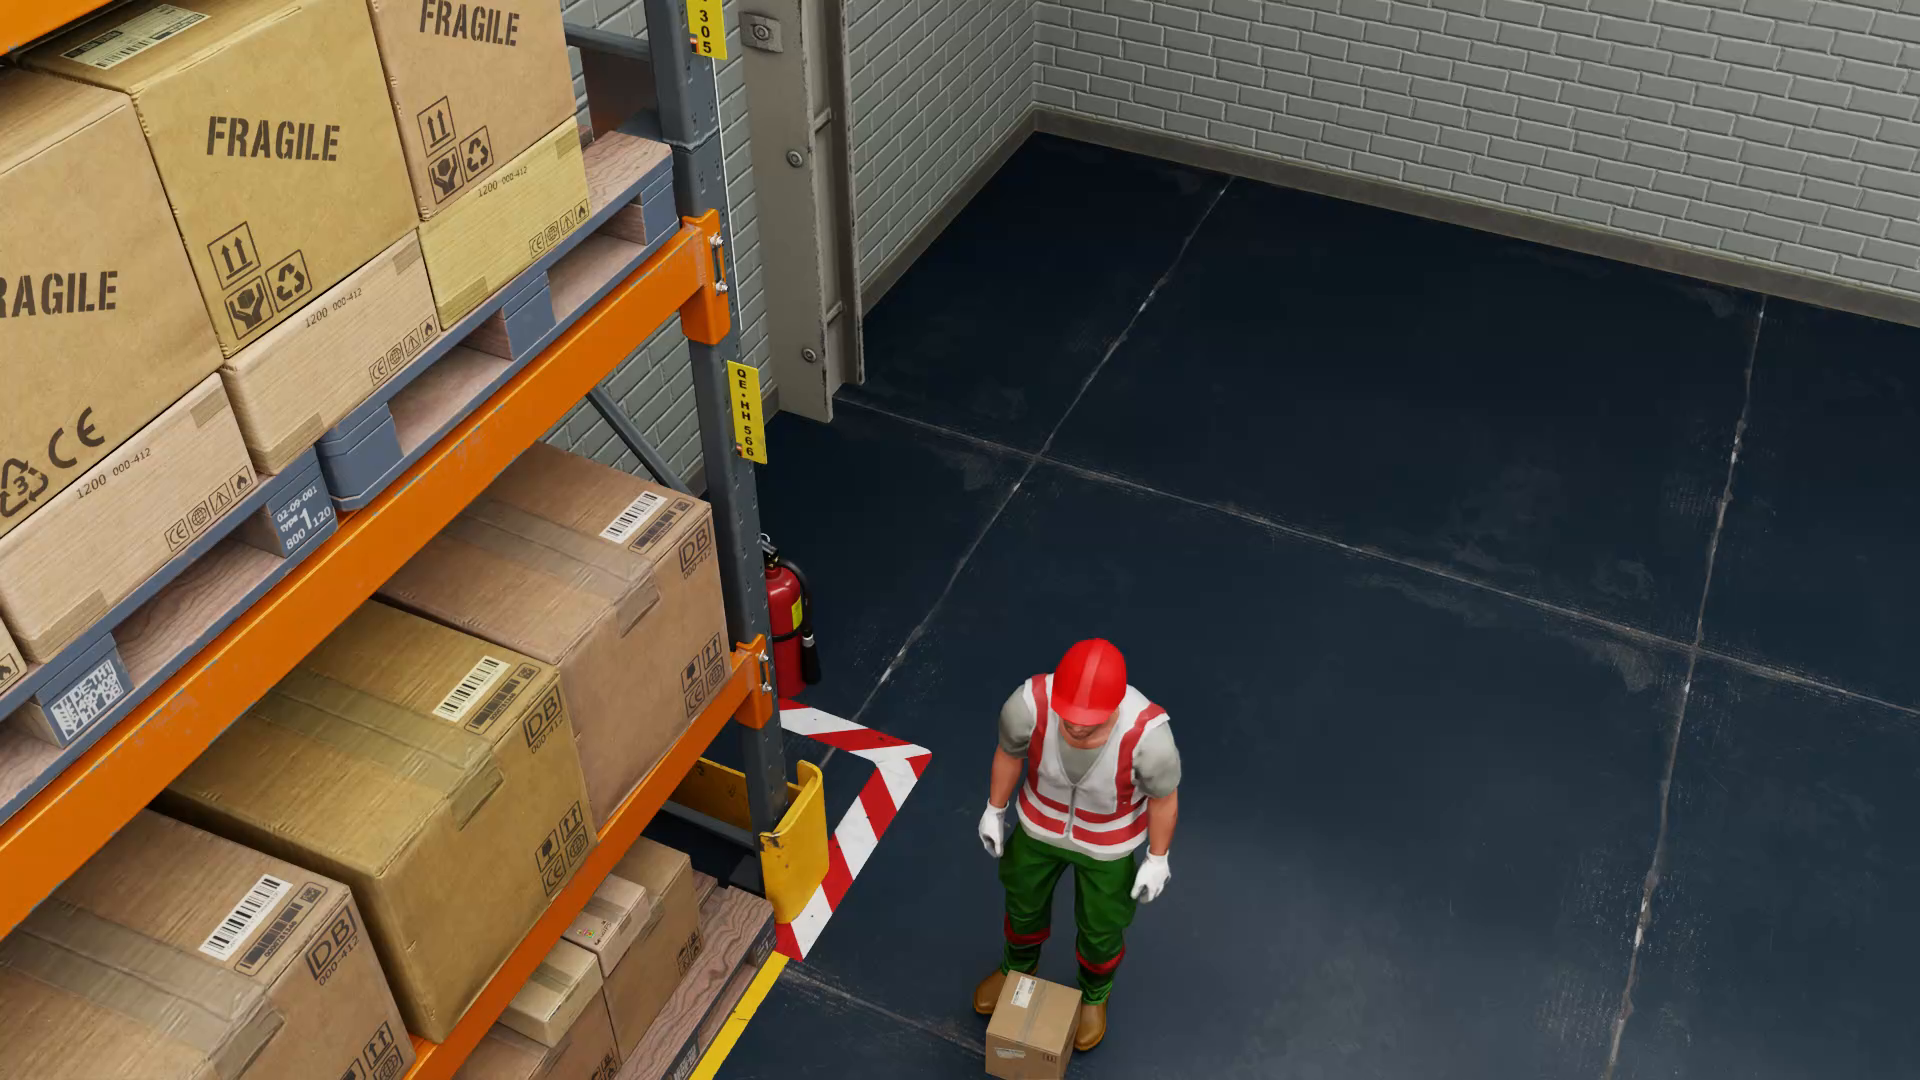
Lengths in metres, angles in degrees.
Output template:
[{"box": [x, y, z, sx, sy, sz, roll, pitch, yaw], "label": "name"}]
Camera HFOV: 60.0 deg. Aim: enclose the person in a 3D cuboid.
[{"box": [0.354, 0.919, 5.115, 0.615, 1.778, 0.453, 15, 44, 16], "label": "person"}]
